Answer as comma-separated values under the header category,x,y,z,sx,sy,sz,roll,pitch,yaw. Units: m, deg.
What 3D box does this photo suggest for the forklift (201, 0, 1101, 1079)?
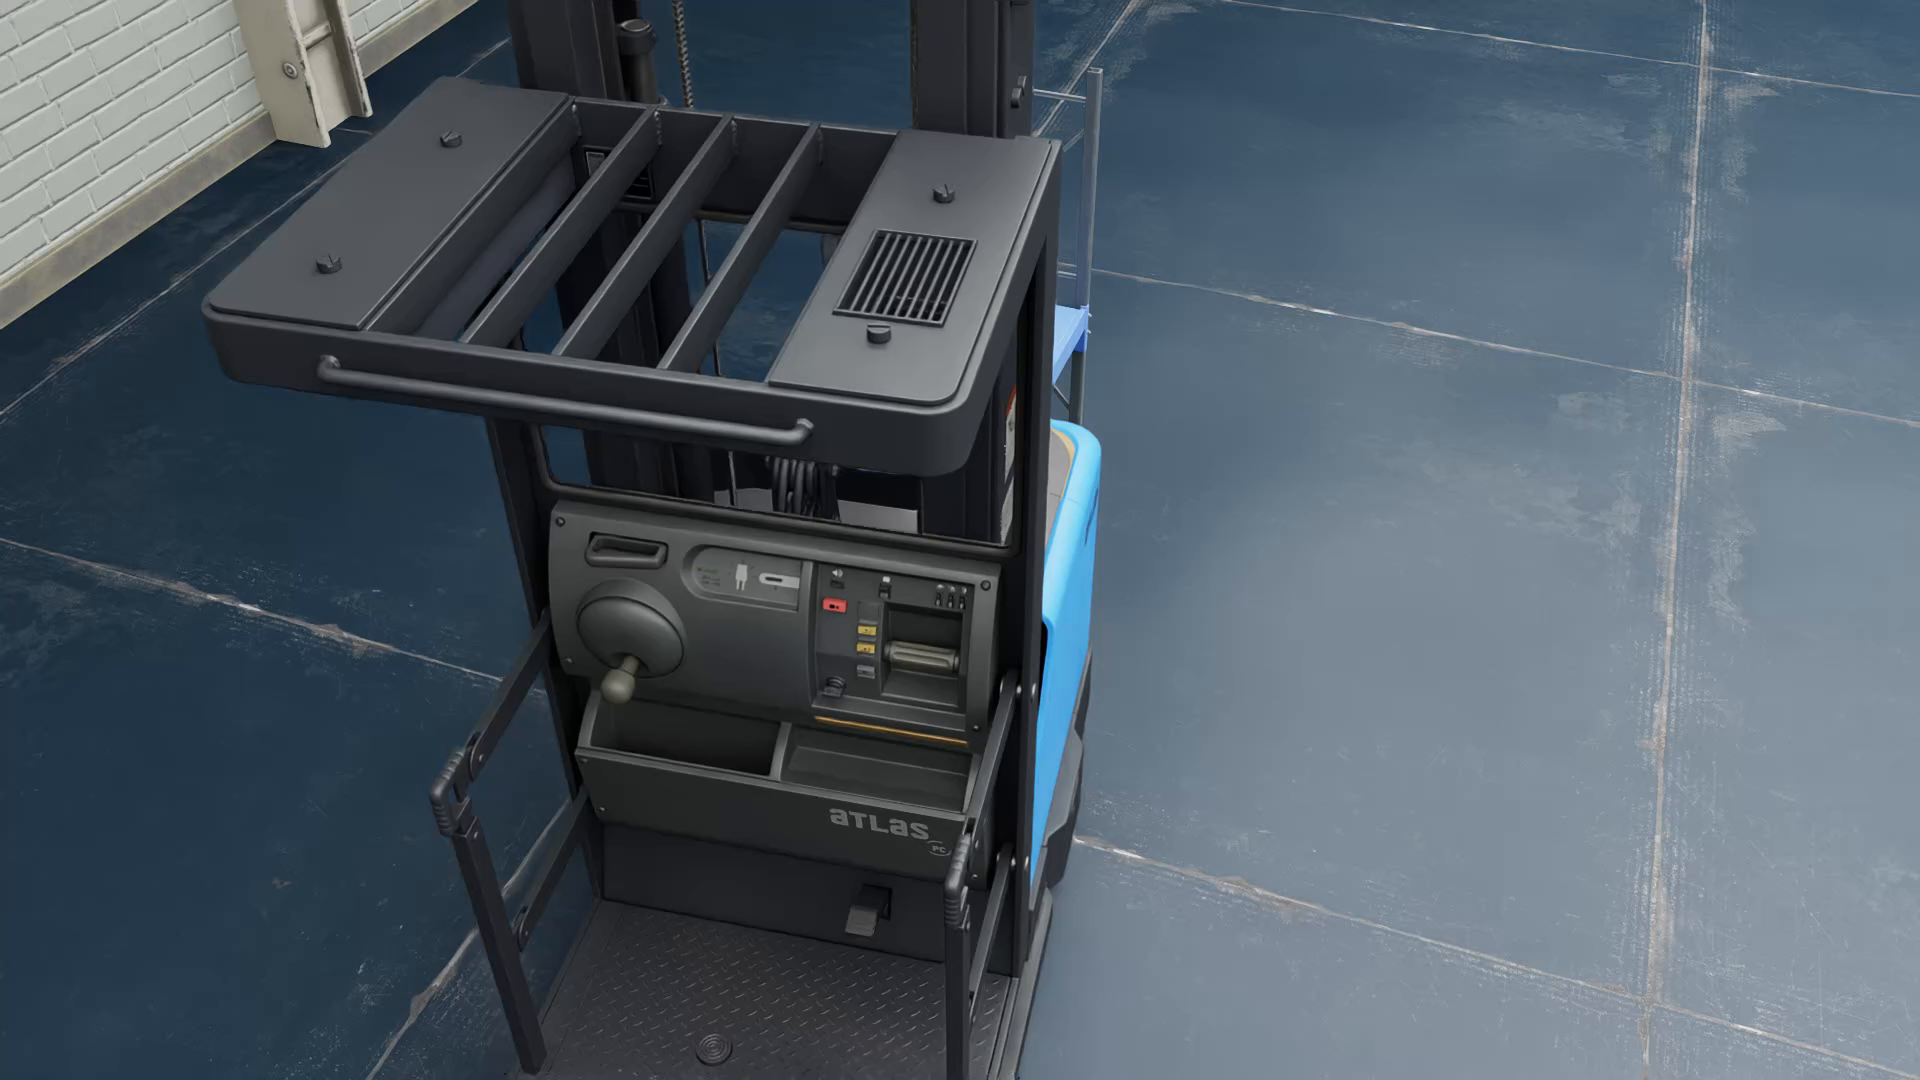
category,x,y,z,sx,sy,sz,roll,pitch,yaw
forklift,-0.430,0.256,3.192,1.130,2.935,3.031,8,41,10

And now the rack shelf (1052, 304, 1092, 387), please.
category,x,y,z,sx,sy,sz,roll,pitch,yaw
rack shelf,0.029,-0.486,5.441,0.538,0.185,1.000,13,42,15

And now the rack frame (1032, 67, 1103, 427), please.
category,x,y,z,sx,sy,sz,roll,pitch,yaw
rack frame,0.203,-0.933,5.688,0.500,1.500,0.032,13,42,15

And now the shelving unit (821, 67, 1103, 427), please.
category,x,y,z,sx,sy,sz,roll,pitch,yaw
shelving unit,0.029,-0.623,5.324,0.538,1.500,1.048,13,42,15

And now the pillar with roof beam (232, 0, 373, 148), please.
category,x,y,z,sx,sy,sz,roll,pitch,yaw
pillar with roof beam,0.933,-4.495,4.086,9.100,9.000,0.400,13,42,15

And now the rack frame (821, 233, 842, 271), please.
category,x,y,z,sx,sy,sz,roll,pitch,yaw
rack frame,-0.145,-0.313,4.961,0.500,1.500,0.032,13,42,15
